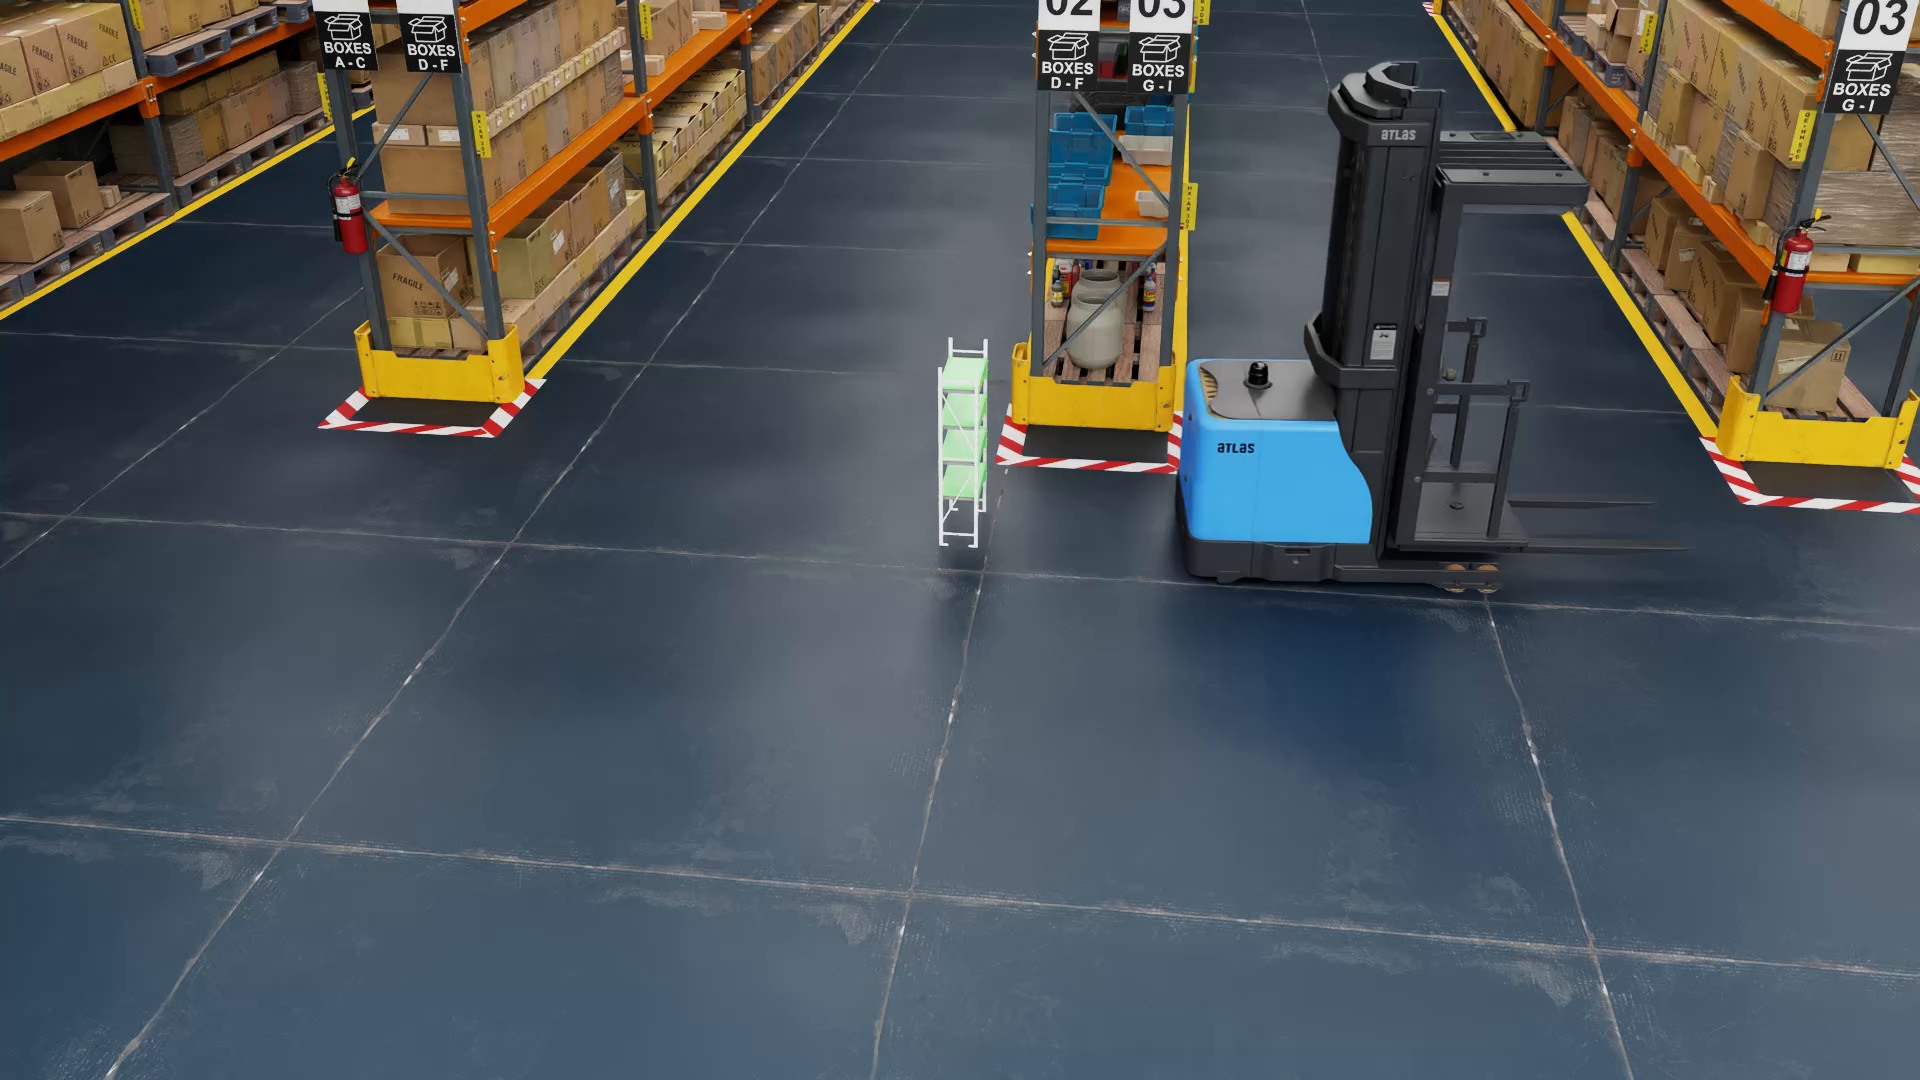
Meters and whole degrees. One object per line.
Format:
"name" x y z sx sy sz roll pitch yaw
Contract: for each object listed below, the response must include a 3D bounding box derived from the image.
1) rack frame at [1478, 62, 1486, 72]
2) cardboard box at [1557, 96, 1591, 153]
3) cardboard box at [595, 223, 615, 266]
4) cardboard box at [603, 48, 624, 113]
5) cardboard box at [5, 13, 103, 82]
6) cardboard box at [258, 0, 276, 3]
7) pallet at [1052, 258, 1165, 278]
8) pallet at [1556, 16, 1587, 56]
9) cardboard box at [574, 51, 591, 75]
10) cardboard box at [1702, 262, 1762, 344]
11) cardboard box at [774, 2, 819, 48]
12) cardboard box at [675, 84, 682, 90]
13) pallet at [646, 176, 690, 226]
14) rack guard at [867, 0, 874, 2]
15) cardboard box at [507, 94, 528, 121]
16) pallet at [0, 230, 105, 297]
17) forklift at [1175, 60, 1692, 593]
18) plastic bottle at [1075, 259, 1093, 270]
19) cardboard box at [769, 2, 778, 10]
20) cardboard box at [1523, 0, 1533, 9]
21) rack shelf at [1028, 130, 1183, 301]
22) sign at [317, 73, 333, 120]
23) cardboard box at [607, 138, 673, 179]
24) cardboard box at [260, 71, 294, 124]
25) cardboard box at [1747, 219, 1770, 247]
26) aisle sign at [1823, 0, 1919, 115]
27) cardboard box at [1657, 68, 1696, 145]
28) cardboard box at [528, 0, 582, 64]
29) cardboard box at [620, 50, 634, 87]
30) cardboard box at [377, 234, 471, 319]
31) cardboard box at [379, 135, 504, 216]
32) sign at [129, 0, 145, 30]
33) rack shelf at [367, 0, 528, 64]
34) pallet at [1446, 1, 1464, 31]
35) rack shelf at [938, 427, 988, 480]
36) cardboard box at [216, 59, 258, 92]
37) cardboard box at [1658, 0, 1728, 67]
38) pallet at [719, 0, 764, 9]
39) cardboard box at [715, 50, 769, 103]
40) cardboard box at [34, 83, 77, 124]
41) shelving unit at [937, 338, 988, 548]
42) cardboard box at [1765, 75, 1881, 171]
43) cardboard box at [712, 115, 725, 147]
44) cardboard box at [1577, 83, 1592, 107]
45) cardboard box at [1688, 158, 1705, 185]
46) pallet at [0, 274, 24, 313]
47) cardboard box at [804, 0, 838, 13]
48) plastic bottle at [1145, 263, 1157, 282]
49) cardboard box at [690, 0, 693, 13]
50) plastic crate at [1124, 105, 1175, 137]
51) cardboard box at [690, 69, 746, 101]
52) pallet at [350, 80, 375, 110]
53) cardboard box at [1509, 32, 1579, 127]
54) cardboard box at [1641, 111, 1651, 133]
"rack frame" 7.394 -7.536 21.367 1.000 3.000 0.127 3 28 6
"cardboard box" 6.841 -4.430 17.773 0.700 0.500 0.500 2 28 4
"cardboard box" -3.375 -2.620 14.699 0.500 0.250 0.500 3 28 6
"cardboard box" -3.466 -4.182 15.037 0.700 0.500 0.500 3 28 5
"cardboard box" -8.141 -4.431 14.950 0.500 0.500 0.500 3 28 6
"cardboard box" -7.934 -6.268 18.444 0.700 0.500 0.500 1 28 1
"pallet" 1.374 -2.517 14.991 1.003 0.211 1.213 3 28 6
"pallet" 6.922 -5.227 17.284 1.213 0.211 1.003 3 28 6
"cardboard box" -3.365 -4.058 14.122 0.380 0.149 0.250 3 28 6
"cardboard box" 6.151 -1.841 12.990 0.500 0.500 0.500 6 29 11
"cardboard box" -2.213 -6.957 22.465 0.500 0.500 0.500 3 28 6
"cardboard box" -3.339 -4.974 18.478 0.500 0.311 0.500 3 28 5
"pallet" -3.366 -3.469 16.758 1.003 0.211 1.213 3 28 6
"rack guard" -1.957 -8.860 26.460 1.175 0.500 0.348 3 28 6
"cardboard box" -3.551 -3.327 12.765 0.380 0.149 0.250 3 28 5
"pallet" -8.529 -2.512 14.982 1.003 0.211 1.213 3 28 6
"forklift" 2.894 -1.230 9.735 3.031 2.935 1.130 1 28 2
"plastic bottle" 1.062 -2.411 14.262 0.152 0.276 0.135 3 28 6
"cardboard box" -2.739 -6.993 22.531 0.500 0.500 0.500 2 28 4
"cardboard box" 6.846 -6.423 19.195 0.500 0.500 0.500 2 28 5
"rack shelf" 1.253 -2.800 13.335 1.077 0.370 4.000 3 28 6
"sign" -4.445 -3.117 11.694 0.100 0.325 0.005 3 28 6
"cardboard box" -3.120 -3.749 16.203 0.500 0.311 0.500 3 29 6
"cardboard box" -8.059 -5.032 18.891 0.700 0.500 0.500 3 28 6
"cardboard box" 5.764 -2.161 11.656 0.380 0.149 0.250 3 28 6
"aisle sign" 5.618 -3.020 10.244 0.394 0.787 0.004 3 28 6
"cardboard box" 6.201 -3.503 13.463 0.875 0.500 0.500 3 28 6
"cardboard box" -3.588 -4.280 13.850 0.700 0.500 0.500 3 28 6
"cardboard box" -3.401 -4.516 15.920 0.500 0.250 0.500 5 29 9
"cardboard box" -4.137 -2.039 12.830 0.500 0.500 0.500 3 28 6
"cardboard box" -3.838 -2.728 12.337 0.700 0.500 0.500 3 28 6
"sign" -7.795 -4.987 15.723 0.100 0.325 0.005 3 28 6
"rack shelf" -3.663 -4.410 13.161 1.077 0.370 4.000 3 28 6
"pallet" 7.864 -7.810 24.816 1.003 0.211 1.213 3 28 6
"rack shelf" 0.020 -0.550 10.432 0.258 0.148 0.480 3 28 6
"cardboard box" -8.071 -5.091 18.210 0.500 0.250 0.500 3 28 6
"cardboard box" 6.106 -4.188 13.680 0.500 0.500 0.500 3 28 6
"pallet" -2.914 -6.469 19.589 1.213 0.211 1.003 3 28 6
"cardboard box" -2.588 -5.521 19.799 0.500 0.500 0.500 5 29 8
"cardboard box" -8.207 -3.864 14.689 0.500 0.250 0.500 3 28 6
"shelving unit" 0.020 -0.606 10.402 0.258 1.200 0.503 3 28 6
"cardboard box" 5.746 -2.776 11.058 0.500 0.500 0.500 3 28 6
"cardboard box" -2.874 -4.463 18.121 0.500 0.250 0.500 4 29 7
"cardboard box" 6.851 -4.759 17.594 0.500 0.250 0.500 4 29 8
"cardboard box" 5.918 -2.869 12.969 0.380 0.149 0.250 3 28 6
"pallet" -8.681 -1.939 13.919 1.003 0.211 1.213 3 28 6
"cardboard box" -2.212 -8.093 24.569 0.797 0.503 0.637 3 28 6
"plastic bottle" 1.581 -2.164 13.809 0.097 0.271 0.097 0 28 0
"cardboard box" -3.229 -5.781 18.205 0.500 0.311 0.500 3 28 6
"plastic crate" 1.632 -3.456 13.951 0.499 0.251 0.616 3 28 6
"cardboard box" -2.747 -5.191 18.879 0.500 0.311 0.500 4 29 8
"pallet" -7.673 -5.656 20.817 1.003 0.211 1.213 3 28 6
"cardboard box" 7.009 -5.226 18.877 1.225 0.875 0.875 2 28 4
"cardboard box" 6.089 -3.576 14.281 0.380 0.149 0.250 3 28 6
